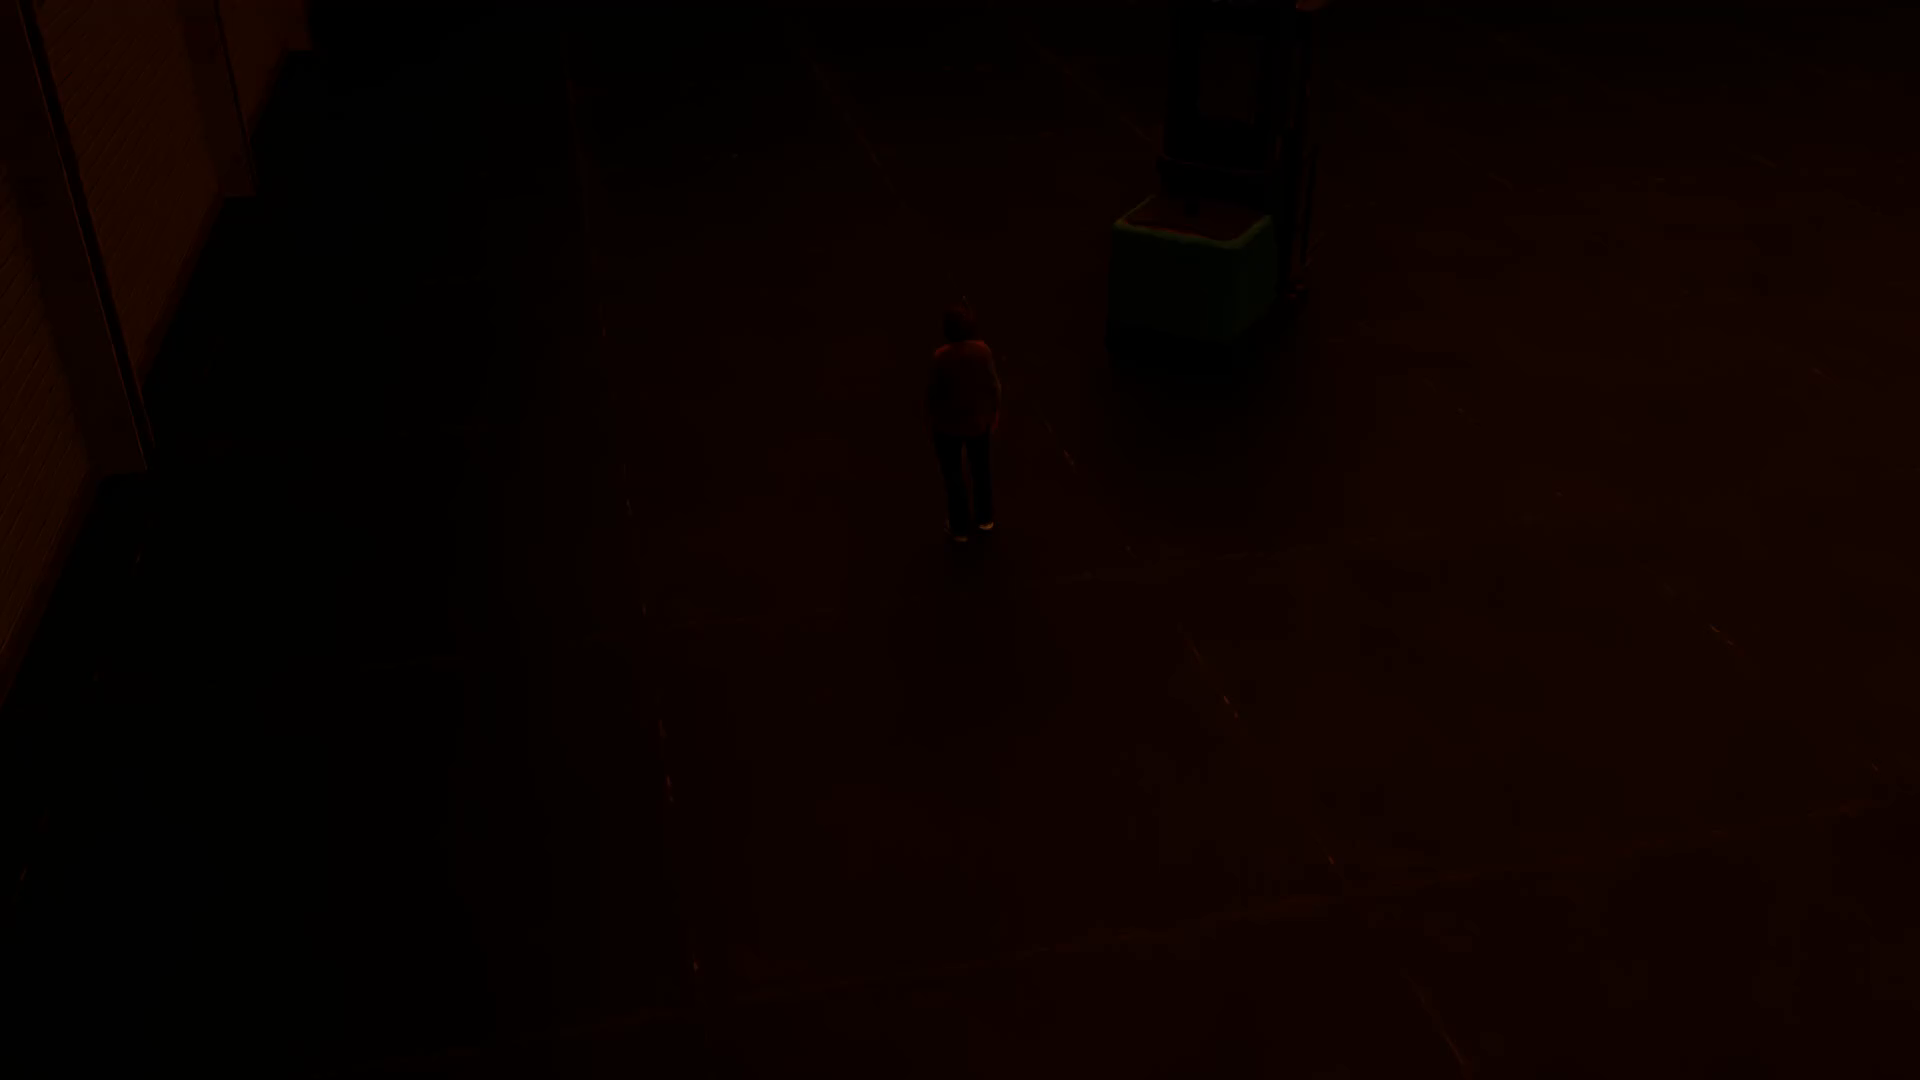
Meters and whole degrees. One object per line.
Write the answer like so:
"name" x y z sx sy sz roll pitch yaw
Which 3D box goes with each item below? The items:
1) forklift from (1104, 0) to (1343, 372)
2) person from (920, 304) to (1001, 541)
"forklift" 2.268 -3.250 13.188 1.130 2.935 3.031 15 33 24
"person" -0.004 -0.735 10.162 0.520 1.597 0.474 -7 31 -12
